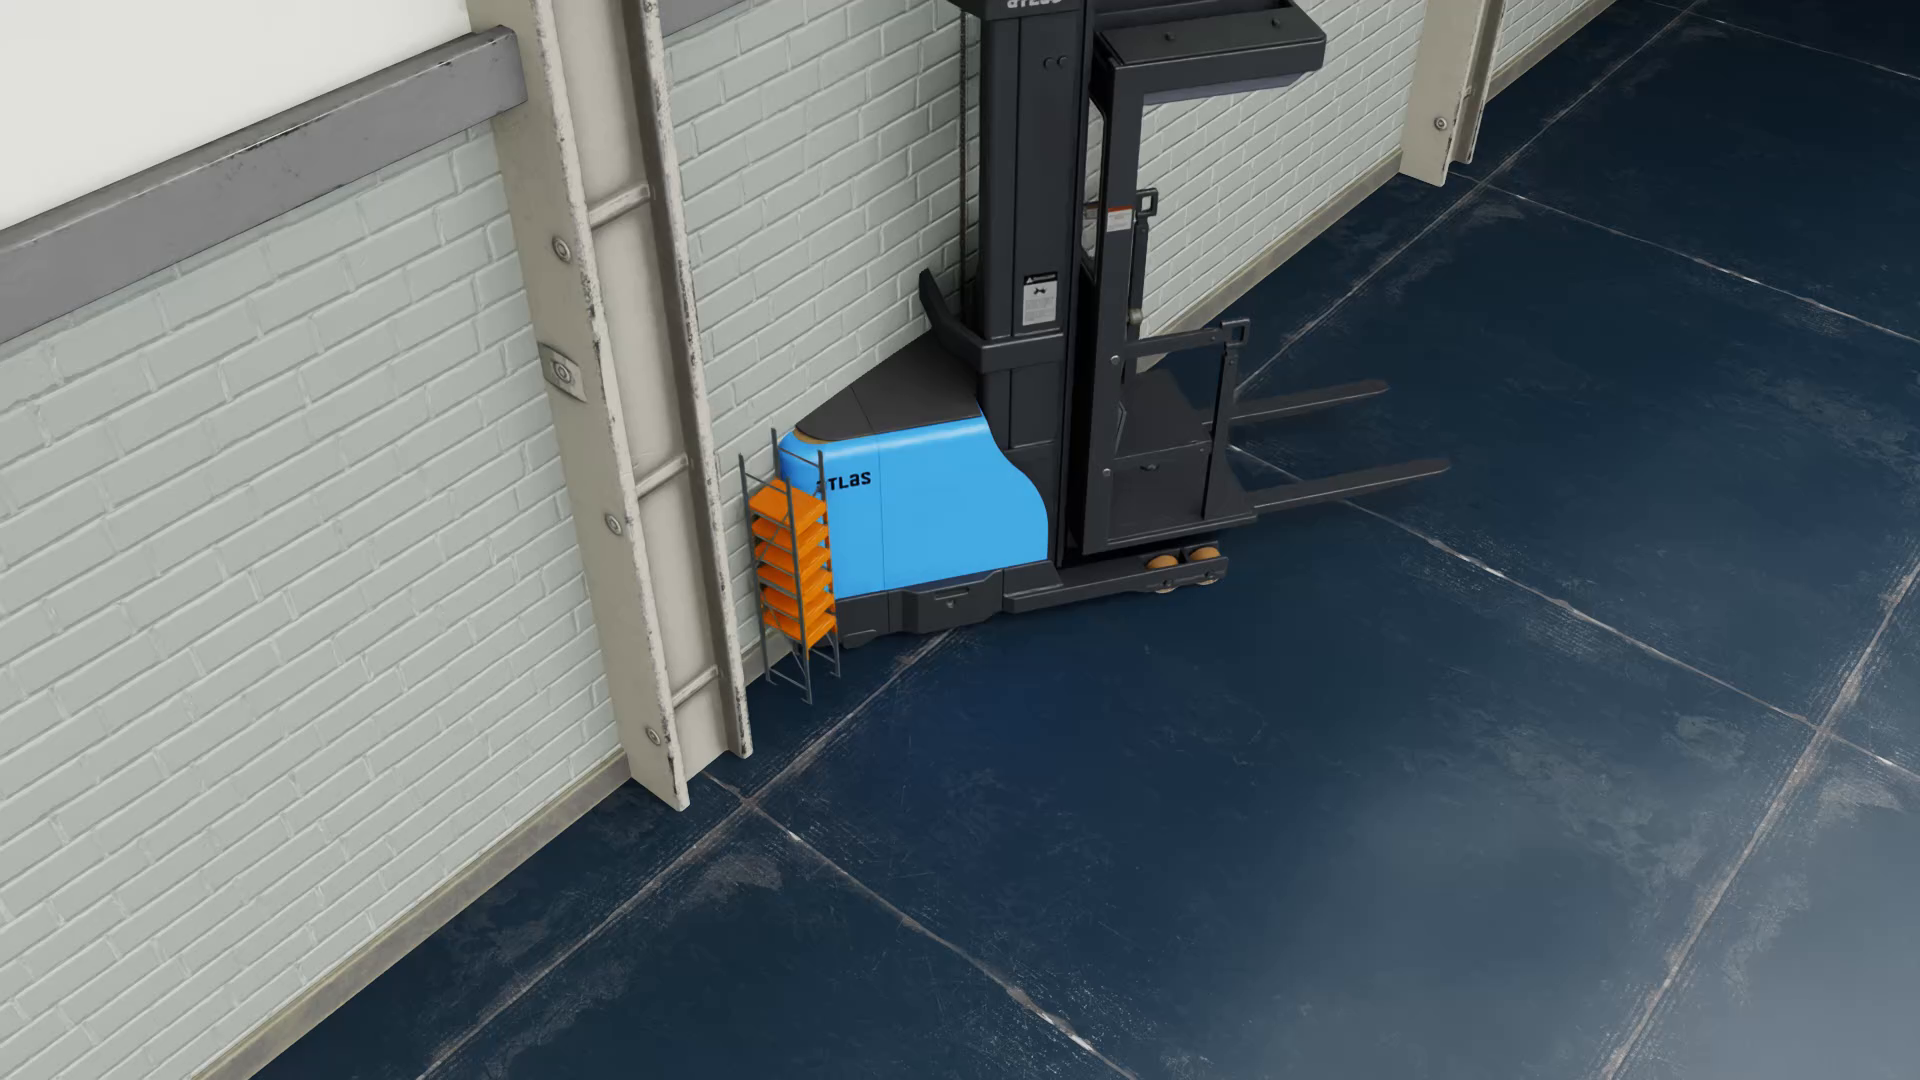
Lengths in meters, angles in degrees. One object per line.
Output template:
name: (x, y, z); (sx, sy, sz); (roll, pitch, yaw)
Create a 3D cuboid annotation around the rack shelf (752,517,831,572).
rack shelf: (-0.645, -0.017, 6.267); (0.258, 0.103, 0.180); (26, 49, 25)

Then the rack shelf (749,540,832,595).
rack shelf: (-0.645, 0.071, 6.348); (0.258, 0.103, 0.180); (26, 49, 25)

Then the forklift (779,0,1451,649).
forklift: (0.659, -1.188, 6.560); (3.031, 2.935, 1.130); (-11, 43, -11)

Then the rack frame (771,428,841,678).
rack frame: (-0.591, 0.076, 6.454); (0.240, 1.200, 0.006); (26, 49, 25)

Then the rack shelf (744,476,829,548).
rack shelf: (-0.646, -0.105, 6.186); (0.258, 0.103, 0.180); (26, 49, 25)

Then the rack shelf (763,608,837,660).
rack shelf: (-0.643, 0.336, 6.592); (0.258, 0.103, 0.180); (26, 49, 25)

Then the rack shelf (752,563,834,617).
rack shelf: (-0.644, 0.160, 6.430); (0.258, 0.103, 0.180); (26, 49, 25)

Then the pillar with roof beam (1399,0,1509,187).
pillar with roof beam: (6.105, -3.692, 4.804); (9.100, 9.000, 0.400); (29, 50, 28)

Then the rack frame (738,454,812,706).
rack frame: (-0.697, 0.178, 6.345); (0.240, 1.200, 0.006); (26, 49, 25)

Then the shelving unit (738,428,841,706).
shelving unit: (-0.644, 0.127, 6.400); (0.258, 1.200, 0.189); (26, 49, 25)

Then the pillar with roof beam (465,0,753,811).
pillar with roof beam: (2.244, -0.603, 1.406); (9.100, 9.000, 0.400); (29, 50, 28)

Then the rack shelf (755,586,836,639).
rack shelf: (-0.643, 0.248, 6.511); (0.258, 0.103, 0.180); (26, 49, 25)
